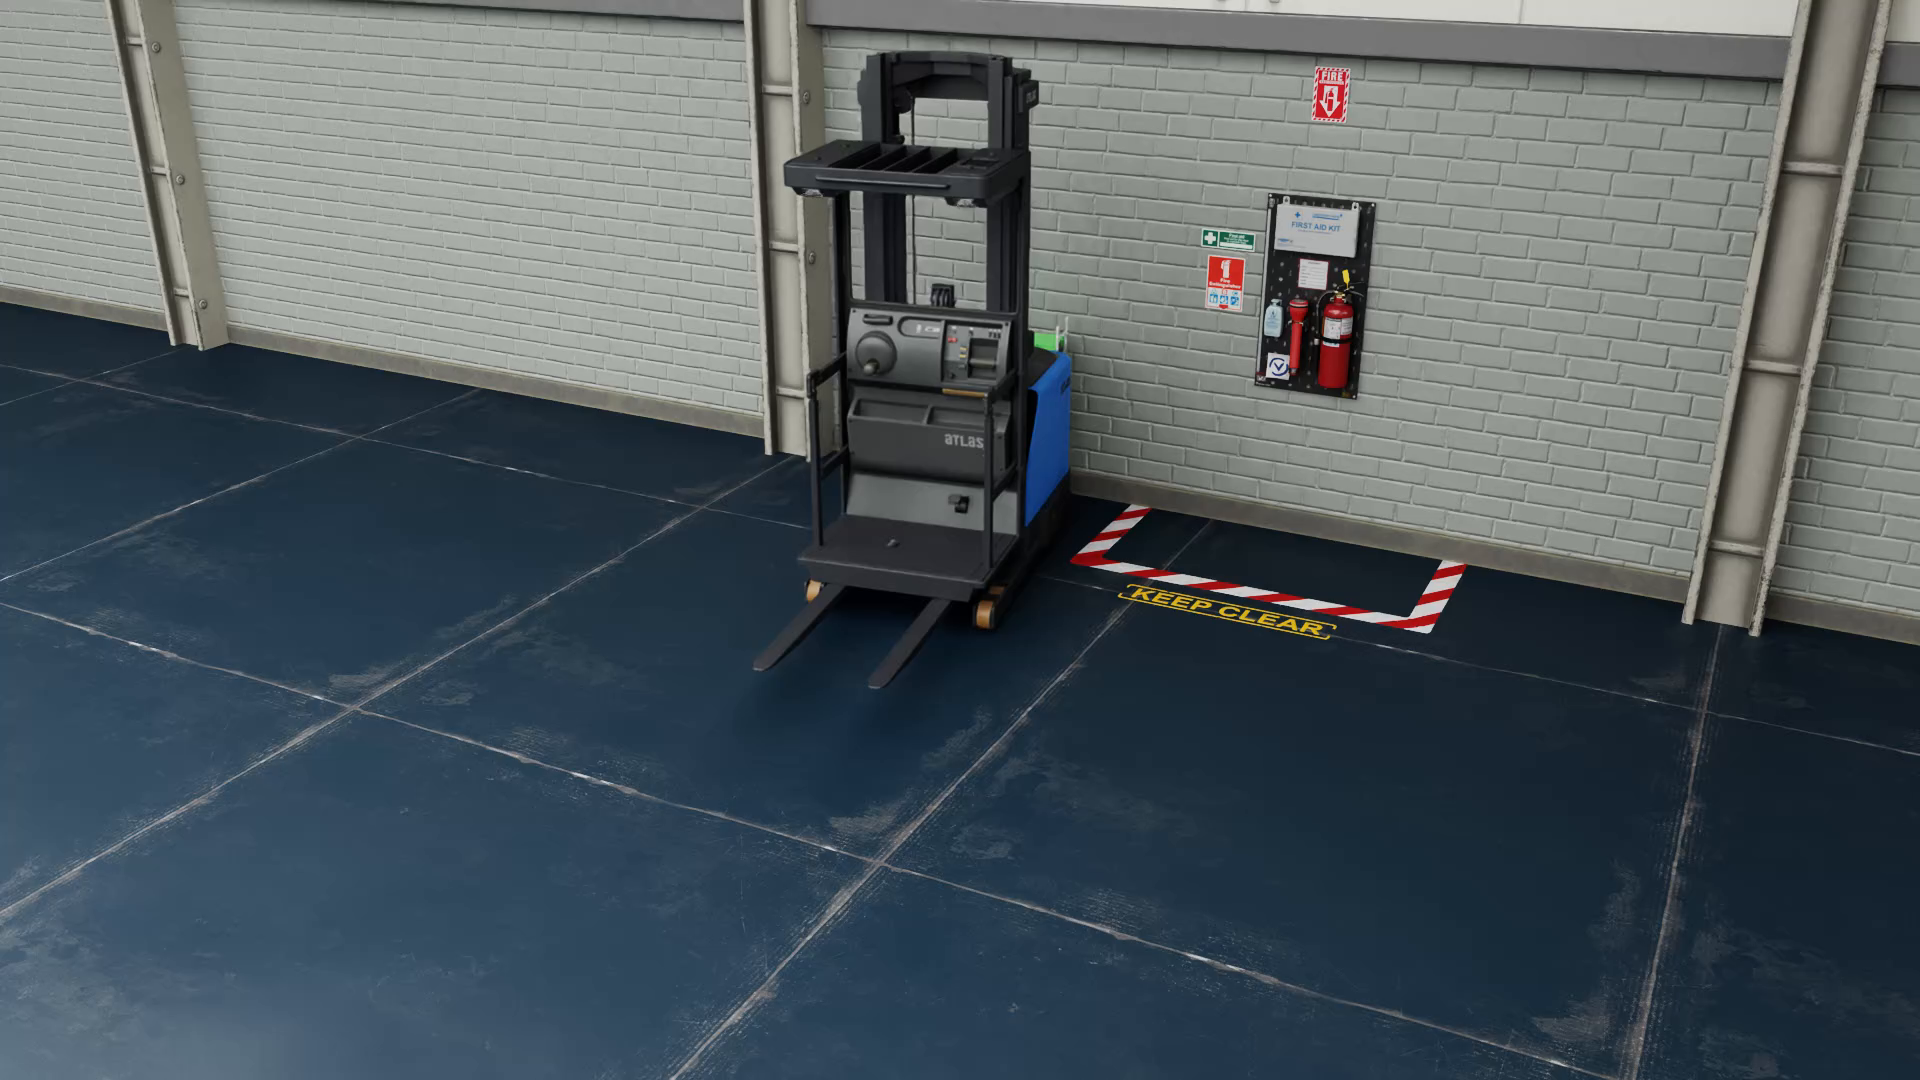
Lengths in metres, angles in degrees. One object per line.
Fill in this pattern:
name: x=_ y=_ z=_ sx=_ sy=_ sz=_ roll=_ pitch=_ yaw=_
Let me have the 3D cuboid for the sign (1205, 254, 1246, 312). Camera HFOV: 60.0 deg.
sign: x=1.594 y=-1.544 z=10.002 sx=0.234 sy=0.329 sz=0.001 roll=11 pitch=25 yaw=25

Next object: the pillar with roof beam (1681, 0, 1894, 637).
pillar with roof beam: x=2.287 y=-2.201 z=3.927 sx=0.400 sy=9.000 sz=9.100 roll=11 pitch=25 yaw=25

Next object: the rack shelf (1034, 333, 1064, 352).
rack shelf: x=0.404 y=-1.221 z=10.525 sx=0.480 sy=0.148 sz=0.258 roll=7 pitch=24 yaw=16

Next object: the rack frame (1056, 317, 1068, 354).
rack frame: x=0.636 y=-0.809 z=10.618 sx=0.015 sy=1.200 sz=0.240 roll=7 pitch=24 yaw=16

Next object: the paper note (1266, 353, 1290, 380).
paper note: x=1.914 y=-1.044 z=9.997 sx=0.142 sy=0.148 sz=0.016 roll=11 pitch=25 yaw=25

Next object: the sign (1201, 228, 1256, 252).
sign: x=1.594 y=-1.784 z=9.889 sx=0.331 sy=0.109 sz=0.001 roll=11 pitch=25 yaw=25

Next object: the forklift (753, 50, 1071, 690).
forklift: x=-0.238 y=-1.032 z=8.931 sx=1.130 sy=2.935 sz=3.031 roll=7 pitch=24 yaw=16

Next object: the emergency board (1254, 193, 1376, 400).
emergency board: x=2.041 y=-1.394 z=9.694 sx=0.643 sy=1.169 sz=0.194 roll=11 pitch=25 yaw=25

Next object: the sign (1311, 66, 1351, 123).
sign: x=2.079 y=-2.497 z=9.326 sx=0.199 sy=0.298 sz=0.001 roll=11 pitch=25 yaw=25

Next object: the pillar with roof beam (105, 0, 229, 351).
pillar with roof beam: x=-8.422 y=-4.320 z=8.910 sx=0.400 sy=9.000 sz=9.100 roll=11 pitch=25 yaw=25

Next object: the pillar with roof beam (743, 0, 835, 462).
pillar with roof beam: x=-3.068 y=-3.261 z=6.419 sx=0.400 sy=9.000 sz=9.100 roll=11 pitch=25 yaw=25

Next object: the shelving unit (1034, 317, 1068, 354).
shelving unit: x=0.404 y=-0.838 z=10.687 sx=0.503 sy=1.200 sz=0.258 roll=7 pitch=24 yaw=16
